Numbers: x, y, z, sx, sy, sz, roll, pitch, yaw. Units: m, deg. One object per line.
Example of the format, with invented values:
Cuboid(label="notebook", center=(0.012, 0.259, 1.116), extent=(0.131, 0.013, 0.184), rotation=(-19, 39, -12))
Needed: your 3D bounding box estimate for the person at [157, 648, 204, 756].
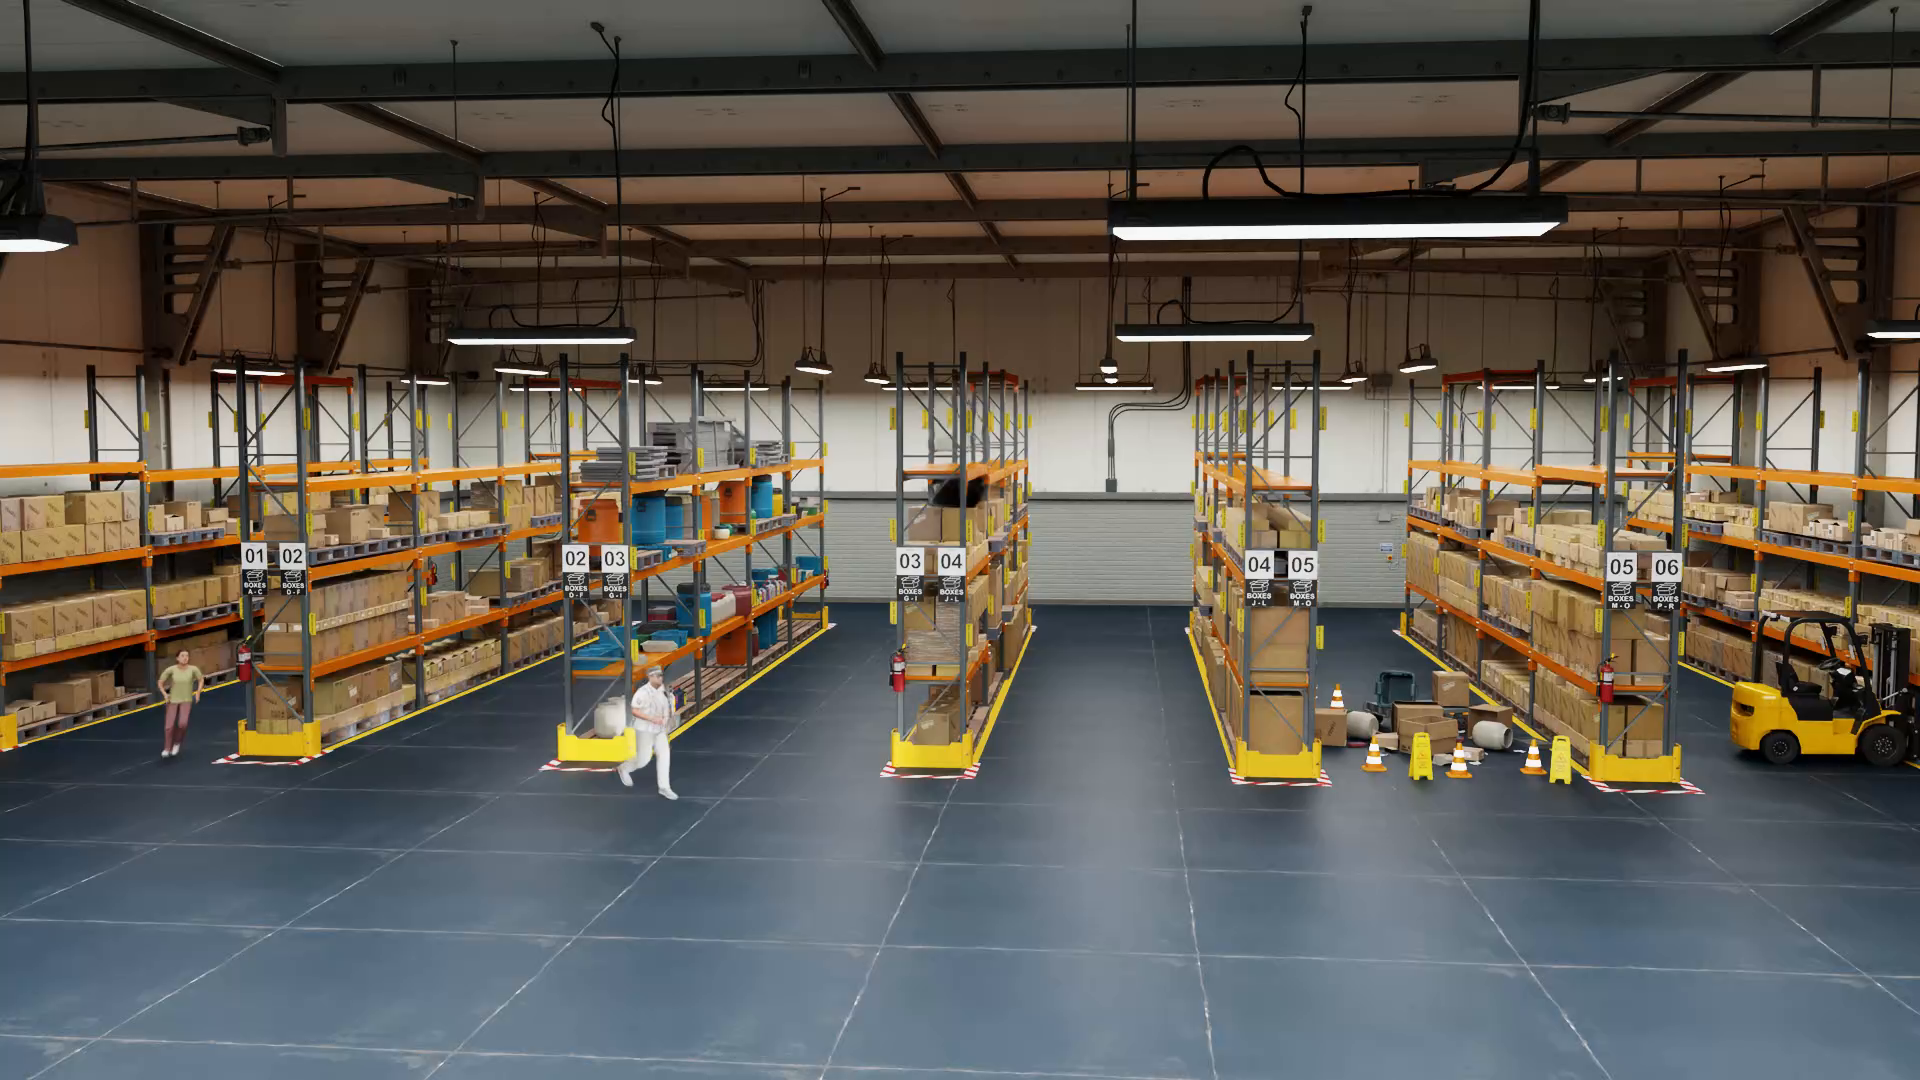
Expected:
Cuboid(label="person", center=(-11.634, 2.424, 24.834), extent=(0.638, 1.617, 0.583), rotation=(-2, 4, -24))

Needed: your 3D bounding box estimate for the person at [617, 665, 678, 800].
Cuboid(label="person", center=(-4.167, 2.545, 22.268), extent=(1.004, 1.781, 0.686), rotation=(2, 5, 30))
